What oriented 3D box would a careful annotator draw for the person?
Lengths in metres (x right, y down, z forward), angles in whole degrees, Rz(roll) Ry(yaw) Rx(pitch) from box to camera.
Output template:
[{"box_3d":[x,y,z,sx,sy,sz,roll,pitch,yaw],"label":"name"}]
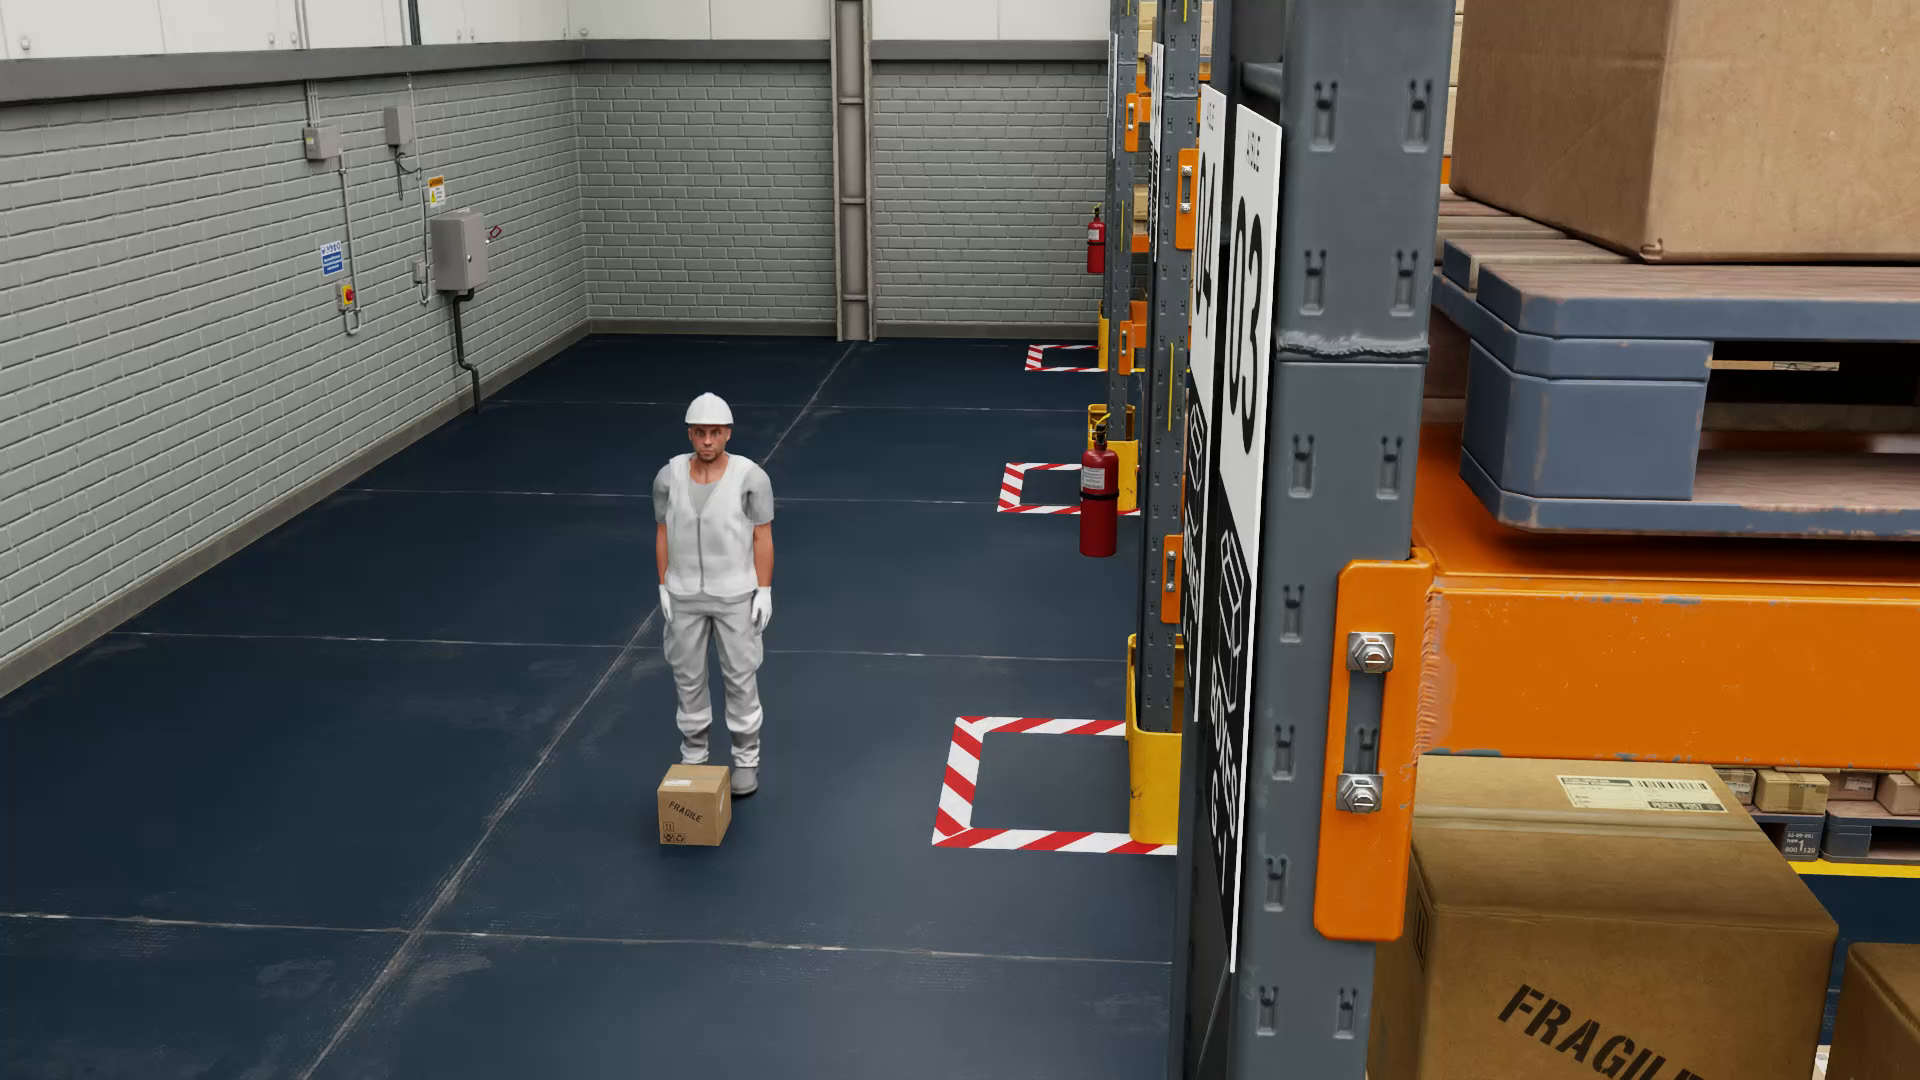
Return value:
[{"box_3d":[-1.067,0.244,7.241,0.524,1.792,0.335,2,17,5],"label":"person"}]
